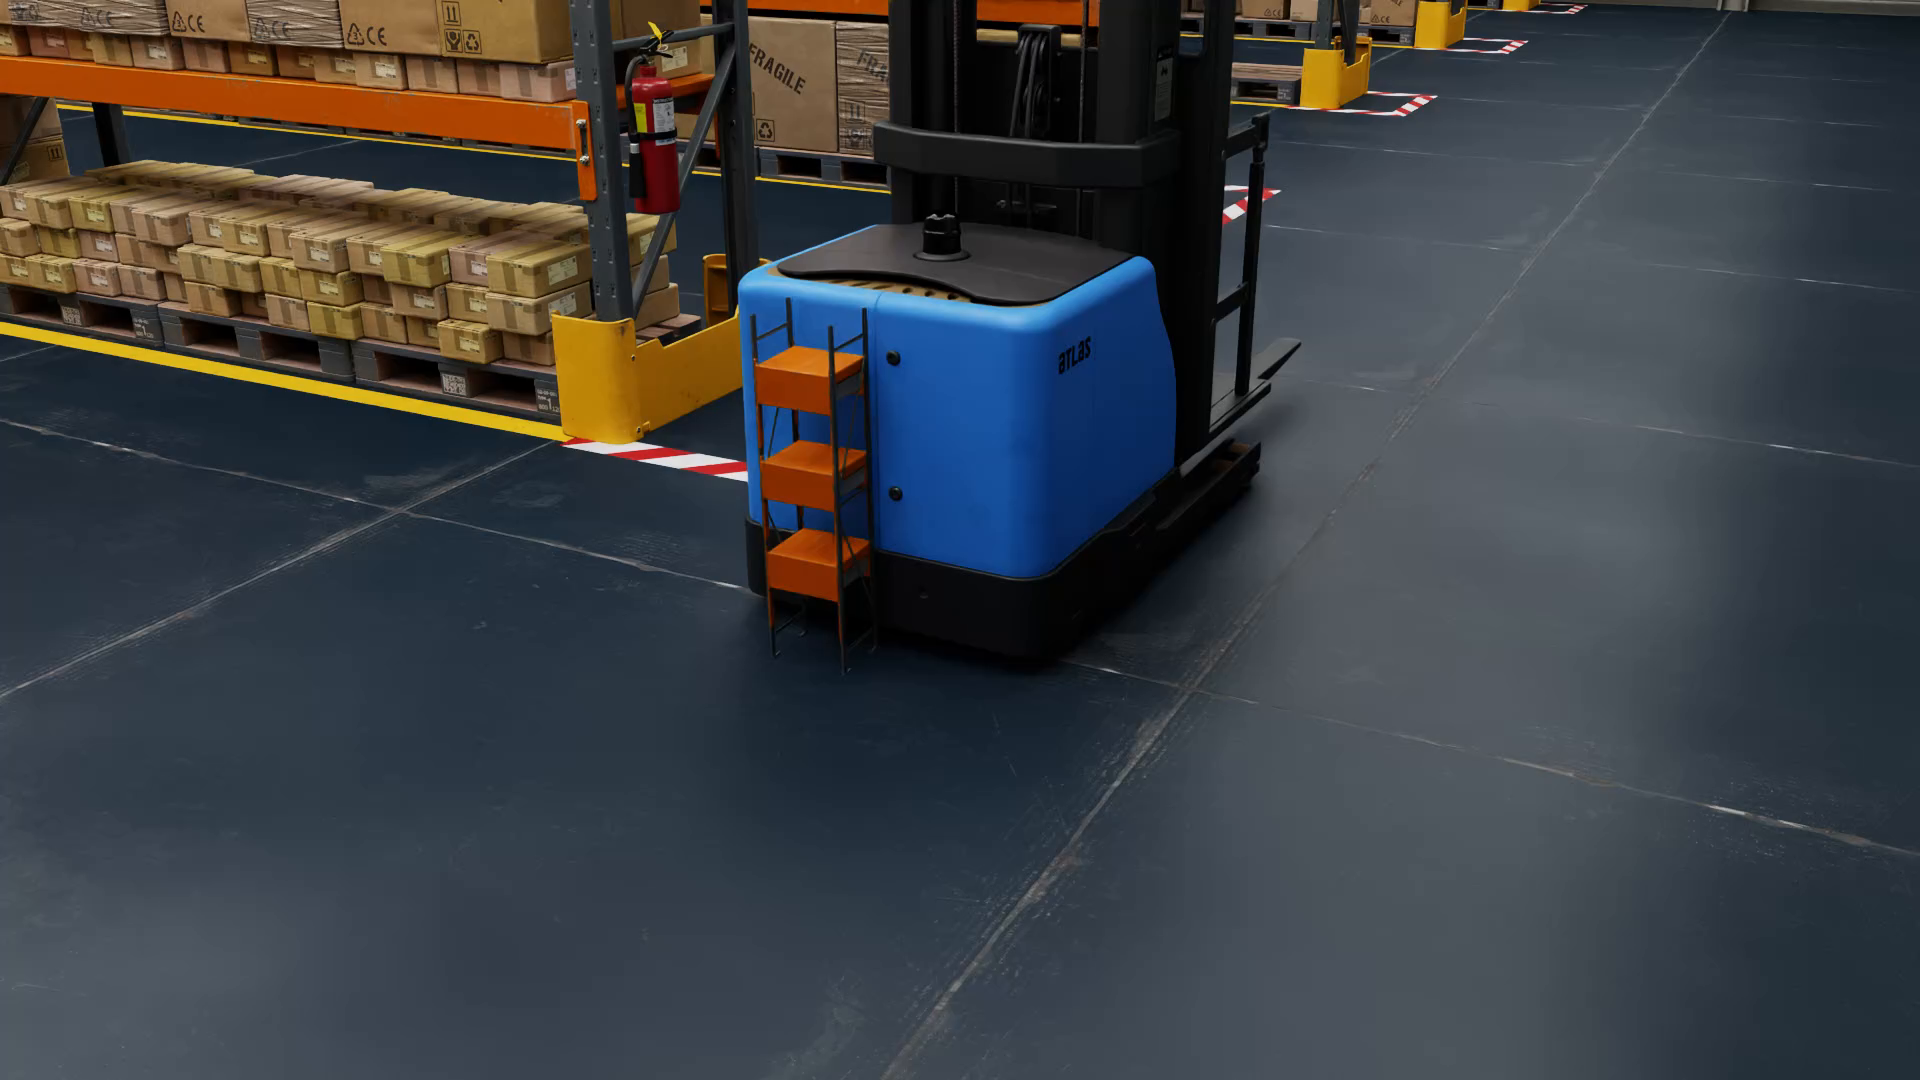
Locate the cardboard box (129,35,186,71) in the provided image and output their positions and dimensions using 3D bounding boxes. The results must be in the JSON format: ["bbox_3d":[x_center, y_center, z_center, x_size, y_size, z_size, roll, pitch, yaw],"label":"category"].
[{"bbox_3d":[-3.427,-2.184,7.373,0.250,0.149,0.380,12,26,27],"label":"cardboard box"}]

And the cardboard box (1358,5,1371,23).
[{"bbox_3d":[4.725,-6.158,19.456,0.250,0.166,0.380,11,25,25],"label":"cardboard box"}]

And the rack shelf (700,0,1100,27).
[{"bbox_3d":[-0.616,-3.710,11.559,4.000,0.370,1.077,11,25,25],"label":"rack shelf"}]

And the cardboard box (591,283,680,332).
[{"bbox_3d":[-1.483,-1.059,7.513,0.250,0.149,0.380,12,26,26],"label":"cardboard box"}]

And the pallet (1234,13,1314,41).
[{"bbox_3d":[3.777,-6.233,20.137,1.213,0.211,1.003,11,25,25],"label":"pallet"}]

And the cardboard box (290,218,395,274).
[{"bbox_3d":[-2.700,-1.295,7.308,0.250,0.149,0.380,12,26,26],"label":"cardboard box"}]

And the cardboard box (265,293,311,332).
[{"bbox_3d":[-2.912,-1.079,7.560,0.250,0.149,0.380,12,26,26],"label":"cardboard box"}]

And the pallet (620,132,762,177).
[{"bbox_3d":[-1.758,-2.949,12.414,1.213,0.211,1.003,11,25,25],"label":"pallet"}]

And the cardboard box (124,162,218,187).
[{"bbox_3d":[-4.048,-1.831,8.569,0.250,0.149,0.380,12,26,25],"label":"cardboard box"}]

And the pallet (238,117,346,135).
[{"bbox_3d":[-5.301,-3.651,14.066,1.213,0.211,1.003,11,25,25],"label":"pallet"}]

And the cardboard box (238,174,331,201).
[{"bbox_3d":[-3.343,-1.701,8.263,0.250,0.149,0.380,10,25,22],"label":"cardboard box"}]

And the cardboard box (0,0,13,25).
[{"bbox_3d":[-4.401,-2.687,7.727,0.500,0.500,0.500,11,25,24],"label":"cardboard box"}]

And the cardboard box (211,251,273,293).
[{"bbox_3d":[-3.170,-1.253,7.591,0.250,0.149,0.380,11,26,25],"label":"cardboard box"}]

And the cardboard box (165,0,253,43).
[{"bbox_3d":[-3.031,-2.416,7.090,0.500,0.500,0.500,13,26,27],"label":"cardboard box"}]

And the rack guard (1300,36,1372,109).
[{"bbox_3d":[3.431,-4.267,15.145,0.348,0.500,1.175,11,25,25],"label":"rack guard"}]

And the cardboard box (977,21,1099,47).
[{"bbox_3d":[0.561,-2.988,11.122,0.875,0.875,0.875,11,25,25],"label":"cardboard box"}]

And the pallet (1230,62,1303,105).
[{"bbox_3d":[2.685,-4.293,15.575,1.213,0.211,1.003,11,25,25],"label":"pallet"}]

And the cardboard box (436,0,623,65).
[{"bbox_3d":[-1.677,-2.145,6.454,0.500,0.500,0.500,12,26,26],"label":"cardboard box"}]

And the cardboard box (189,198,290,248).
[{"bbox_3d":[-3.334,-1.474,7.728,0.250,0.149,0.380,10,25,22],"label":"cardboard box"}]

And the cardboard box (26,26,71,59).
[{"bbox_3d":[-4.098,-2.351,7.766,0.250,0.149,0.380,10,25,22],"label":"cardboard box"}]

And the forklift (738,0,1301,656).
[{"bbox_3d":[0.472,-1.553,5.657,1.130,2.935,3.031,12,26,26],"label":"forklift"}]

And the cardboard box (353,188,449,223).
[{"bbox_3d":[-2.657,-1.565,7.943,0.250,0.149,0.380,12,26,25],"label":"cardboard box"}]

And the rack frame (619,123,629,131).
[{"bbox_3d":[-2.401,-4.394,12.249,0.127,3.000,1.000,11,25,25],"label":"rack frame"}]

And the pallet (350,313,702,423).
[{"bbox_3d":[-1.936,-0.859,7.500,1.213,0.211,1.003,11,25,25],"label":"pallet"}]

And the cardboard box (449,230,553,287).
[{"bbox_3d":[-1.945,-1.197,7.079,0.250,0.149,0.380,12,26,26],"label":"cardboard box"}]

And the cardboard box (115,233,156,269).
[{"bbox_3d":[-3.810,-1.429,8.004,0.250,0.149,0.380,10,25,22],"label":"cardboard box"}]

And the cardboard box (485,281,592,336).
[{"bbox_3d":[-1.759,-0.985,6.959,0.250,0.149,0.380,10,25,23],"label":"cardboard box"}]

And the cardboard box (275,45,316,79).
[{"bbox_3d":[-2.688,-2.074,7.116,0.250,0.149,0.380,10,25,22],"label":"cardboard box"}]

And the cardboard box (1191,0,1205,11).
[{"bbox_3d":[3.070,-6.697,20.744,0.250,0.149,0.380,11,25,25],"label":"cardboard box"}]

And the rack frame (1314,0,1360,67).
[{"bbox_3d":[3.403,-5.417,14.655,0.127,3.000,1.000,11,25,25],"label":"rack frame"}]

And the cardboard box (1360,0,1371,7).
[{"bbox_3d":[4.838,-6.367,19.840,0.500,0.250,0.500,11,25,25],"label":"cardboard box"}]

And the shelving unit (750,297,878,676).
[{"bbox_3d":[-0.407,-0.143,4.738,0.252,1.050,0.215,11,27,24],"label":"shelving unit"}]

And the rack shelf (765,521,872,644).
[{"bbox_3d":[-0.404,0.121,4.856,0.240,0.259,0.215,11,27,24],"label":"rack shelf"}]

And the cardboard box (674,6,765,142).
[{"bbox_3d":[-1.848,-3.465,12.243,0.875,0.875,0.875,11,25,25],"label":"cardboard box"}]

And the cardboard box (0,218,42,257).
[{"bbox_3d":[-4.550,-1.522,8.222,0.250,0.149,0.380,12,26,27],"label":"cardboard box"}]

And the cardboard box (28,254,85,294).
[{"bbox_3d":[-4.312,-1.337,8.168,0.250,0.149,0.380,12,26,26],"label":"cardboard box"}]

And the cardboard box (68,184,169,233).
[{"bbox_3d":[-4.048,-1.604,8.036,0.250,0.149,0.380,11,25,24],"label":"cardboard box"}]

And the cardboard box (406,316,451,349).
[{"bbox_3d":[-2.195,-0.961,7.284,0.250,0.149,0.380,11,25,24],"label":"cardboard box"}]

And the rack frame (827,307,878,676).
[{"bbox_3d":[-0.298,-0.122,4.688,0.008,1.050,0.200,11,27,24],"label":"rack frame"}]

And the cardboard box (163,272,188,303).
[{"bbox_3d":[-3.561,-1.249,7.960,0.250,0.149,0.380,10,25,22],"label":"cardboard box"}]

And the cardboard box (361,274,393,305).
[{"bbox_3d":[-2.417,-1.159,7.369,0.250,0.149,0.380,11,25,24],"label":"cardboard box"}]

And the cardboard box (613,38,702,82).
[{"bbox_3d":[-1.301,-2.029,7.009,0.250,0.149,0.380,11,25,24],"label":"cardboard box"}]

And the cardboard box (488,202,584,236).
[{"bbox_3d":[-1.941,-1.435,7.638,0.250,0.149,0.380,11,25,24],"label":"cardboard box"}]

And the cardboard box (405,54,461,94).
[{"bbox_3d":[-2.013,-1.912,6.735,0.250,0.149,0.380,11,25,24],"label":"cardboard box"}]
